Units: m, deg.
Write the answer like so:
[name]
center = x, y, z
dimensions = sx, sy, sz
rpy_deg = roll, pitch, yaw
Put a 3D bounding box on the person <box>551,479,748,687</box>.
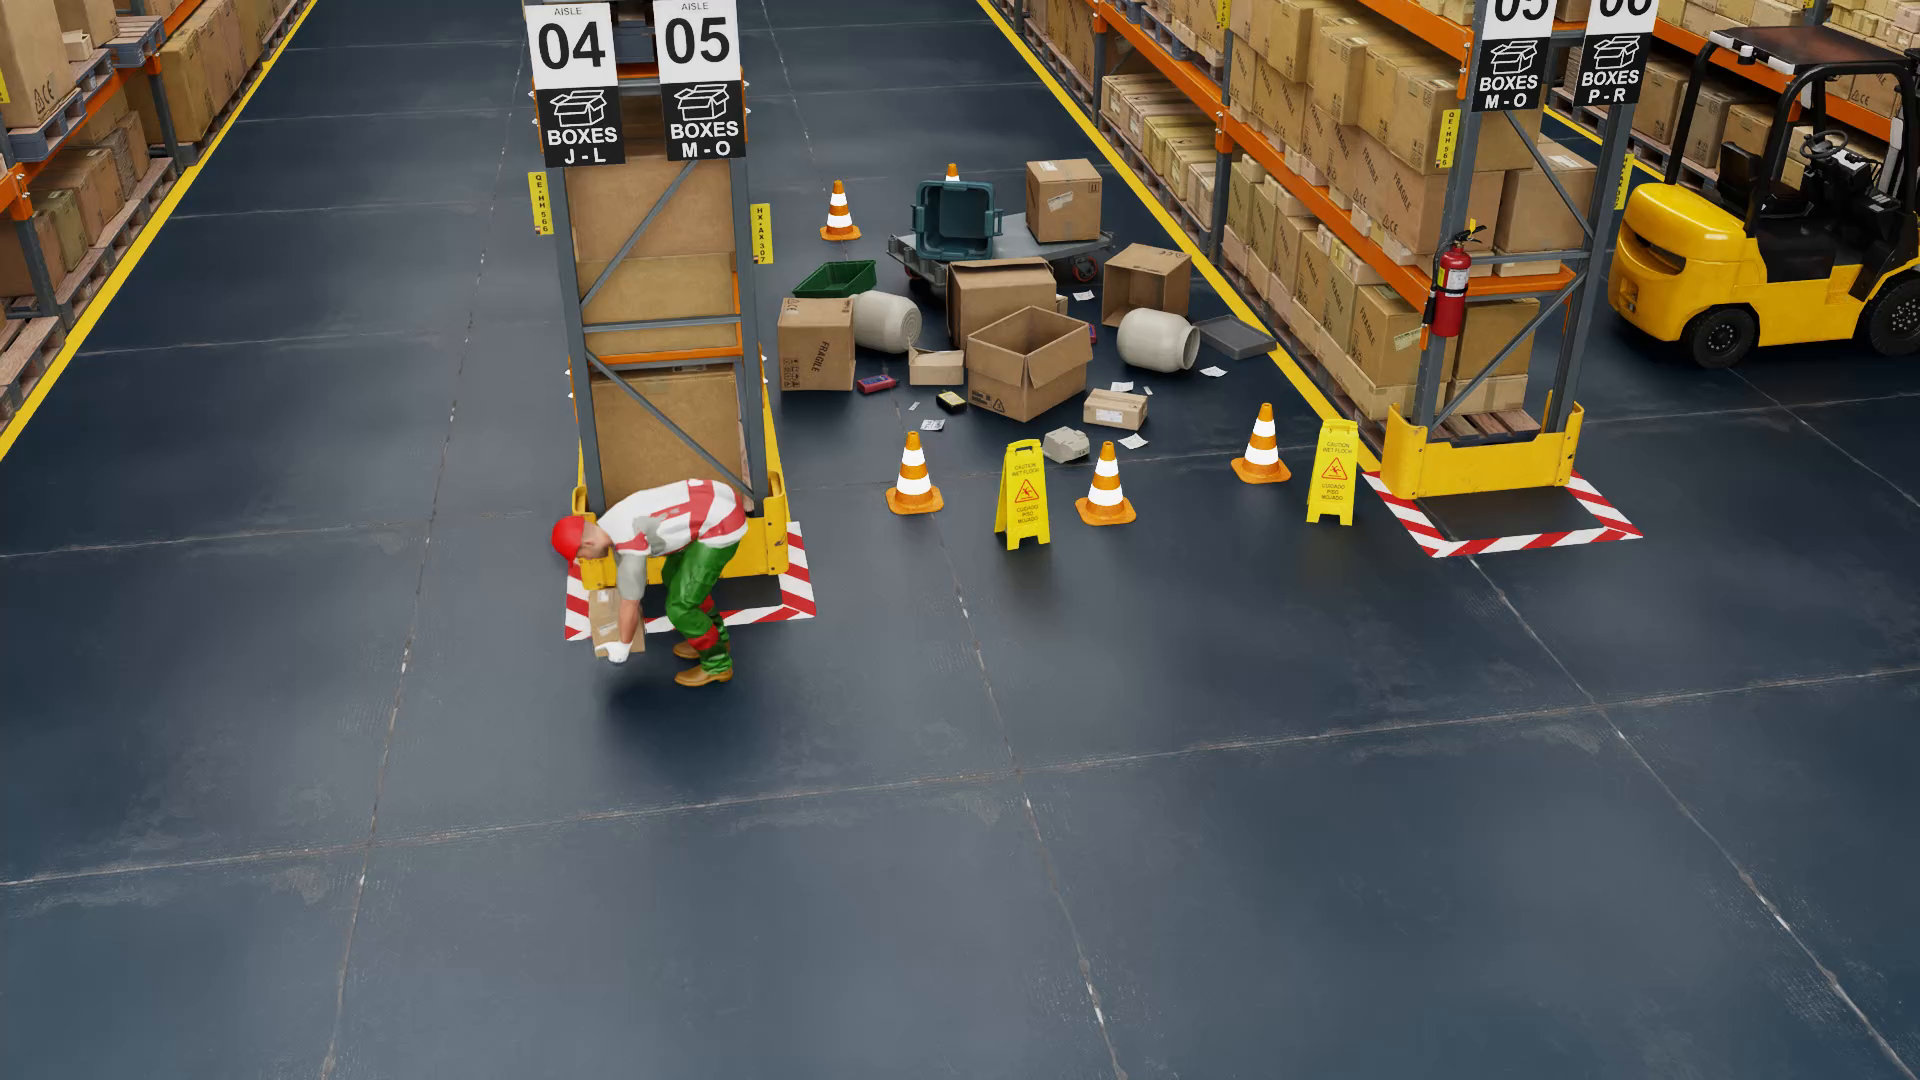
[person]
center = -1.541, 0.224, 8.437
dimensions = 0.964, 1.072, 0.514
rpy_deg = -7, 31, -11
